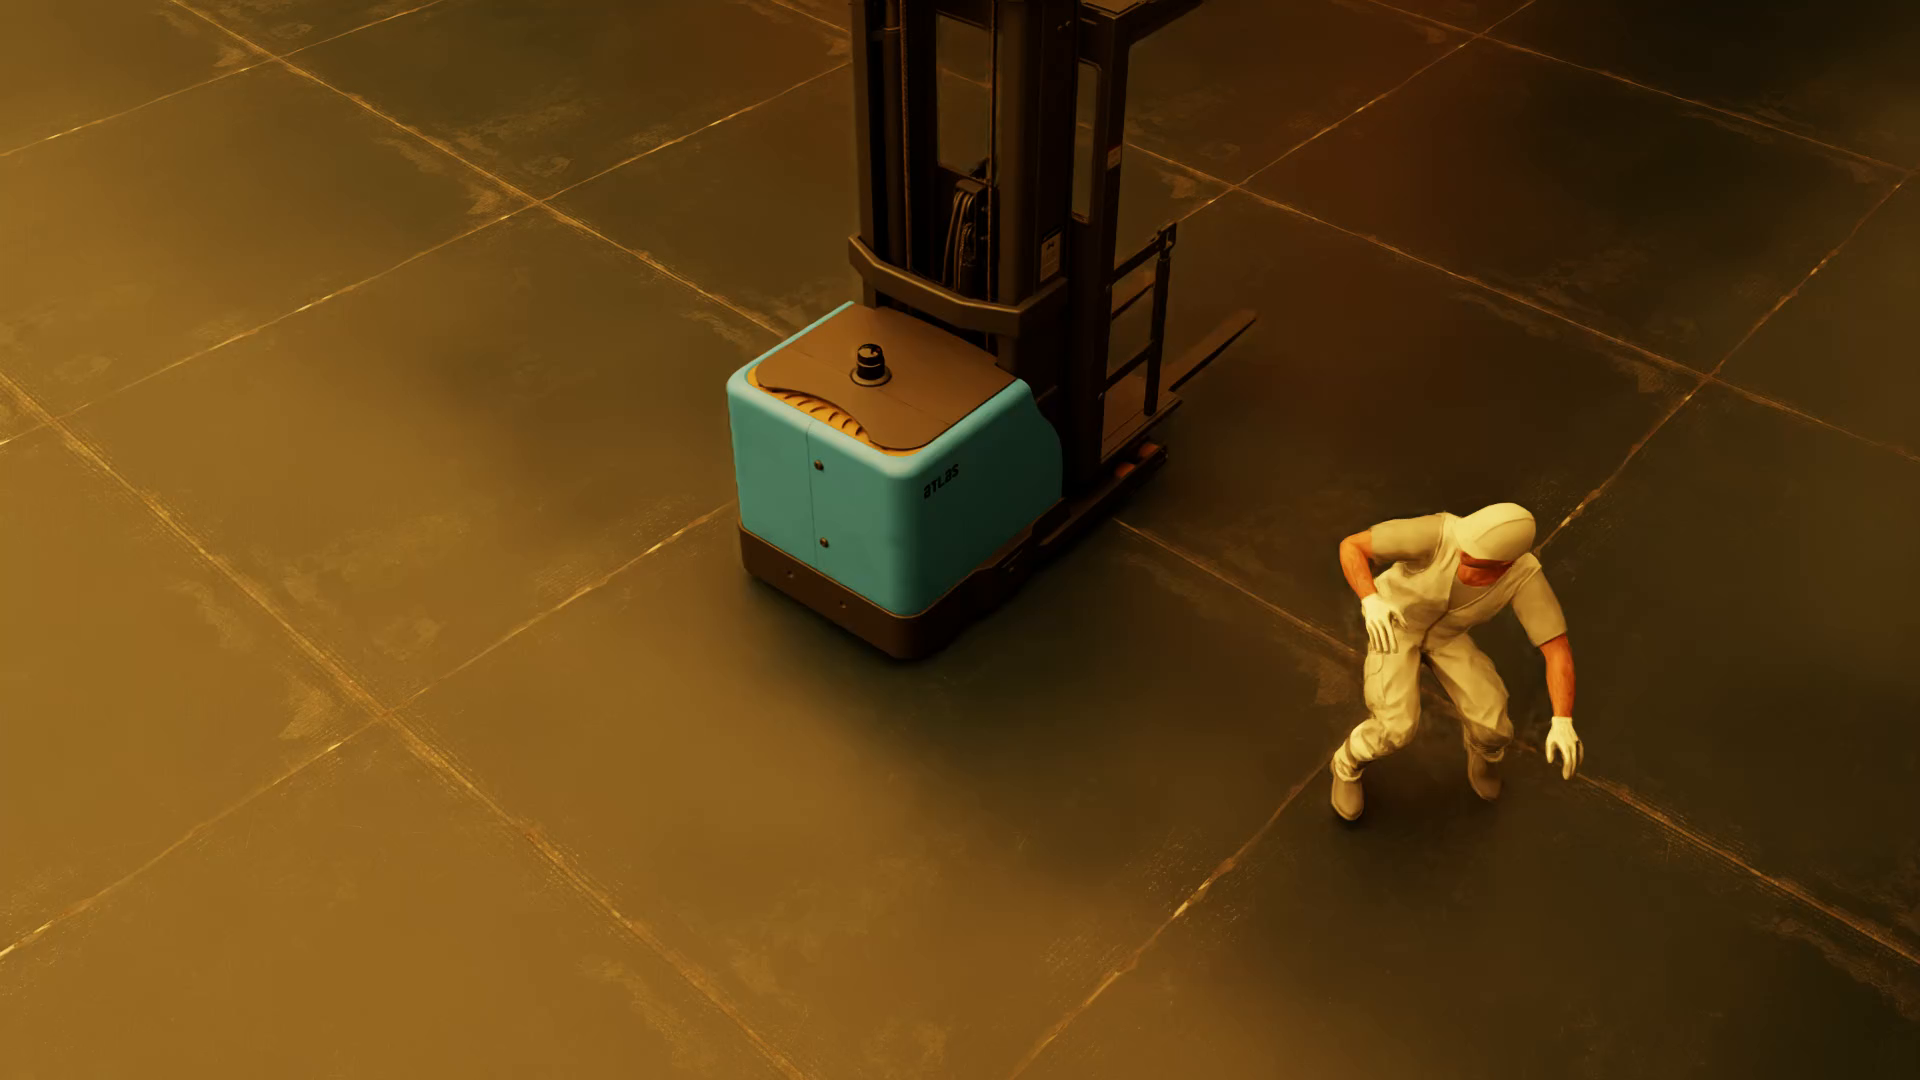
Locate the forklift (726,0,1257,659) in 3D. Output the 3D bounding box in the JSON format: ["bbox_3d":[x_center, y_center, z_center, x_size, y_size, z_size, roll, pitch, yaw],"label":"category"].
[{"bbox_3d":[0.344,-1.507,7.184,1.130,2.935,3.031,28,48,29],"label":"forklift"}]

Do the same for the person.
[{"bbox_3d":[1.746,0.470,5.994,0.803,1.514,0.903,0,41,0],"label":"person"}]
